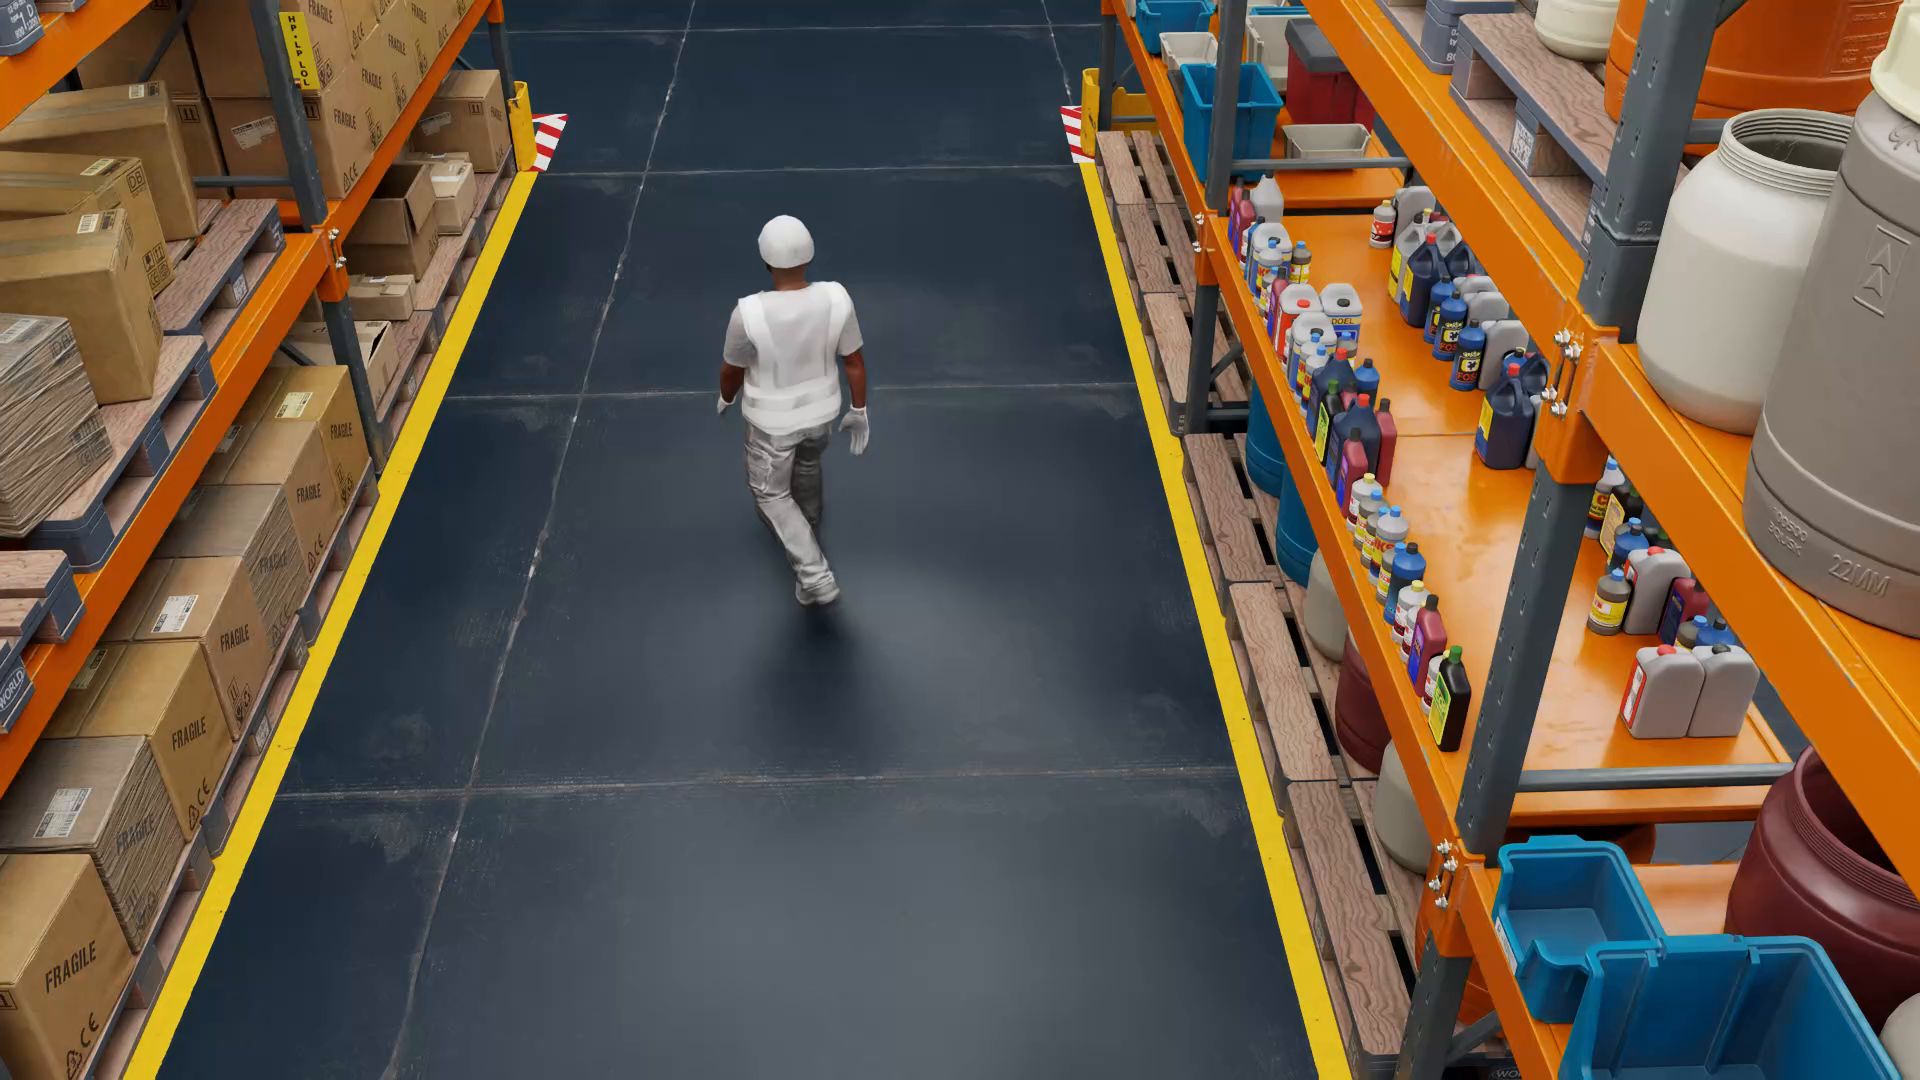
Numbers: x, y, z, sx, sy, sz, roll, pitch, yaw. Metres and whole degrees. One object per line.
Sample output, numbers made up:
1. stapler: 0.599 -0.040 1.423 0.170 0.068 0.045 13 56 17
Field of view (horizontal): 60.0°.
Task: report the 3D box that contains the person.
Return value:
1. person: -0.711 -0.555 6.950 0.558 1.756 0.985 -19 39 -25
